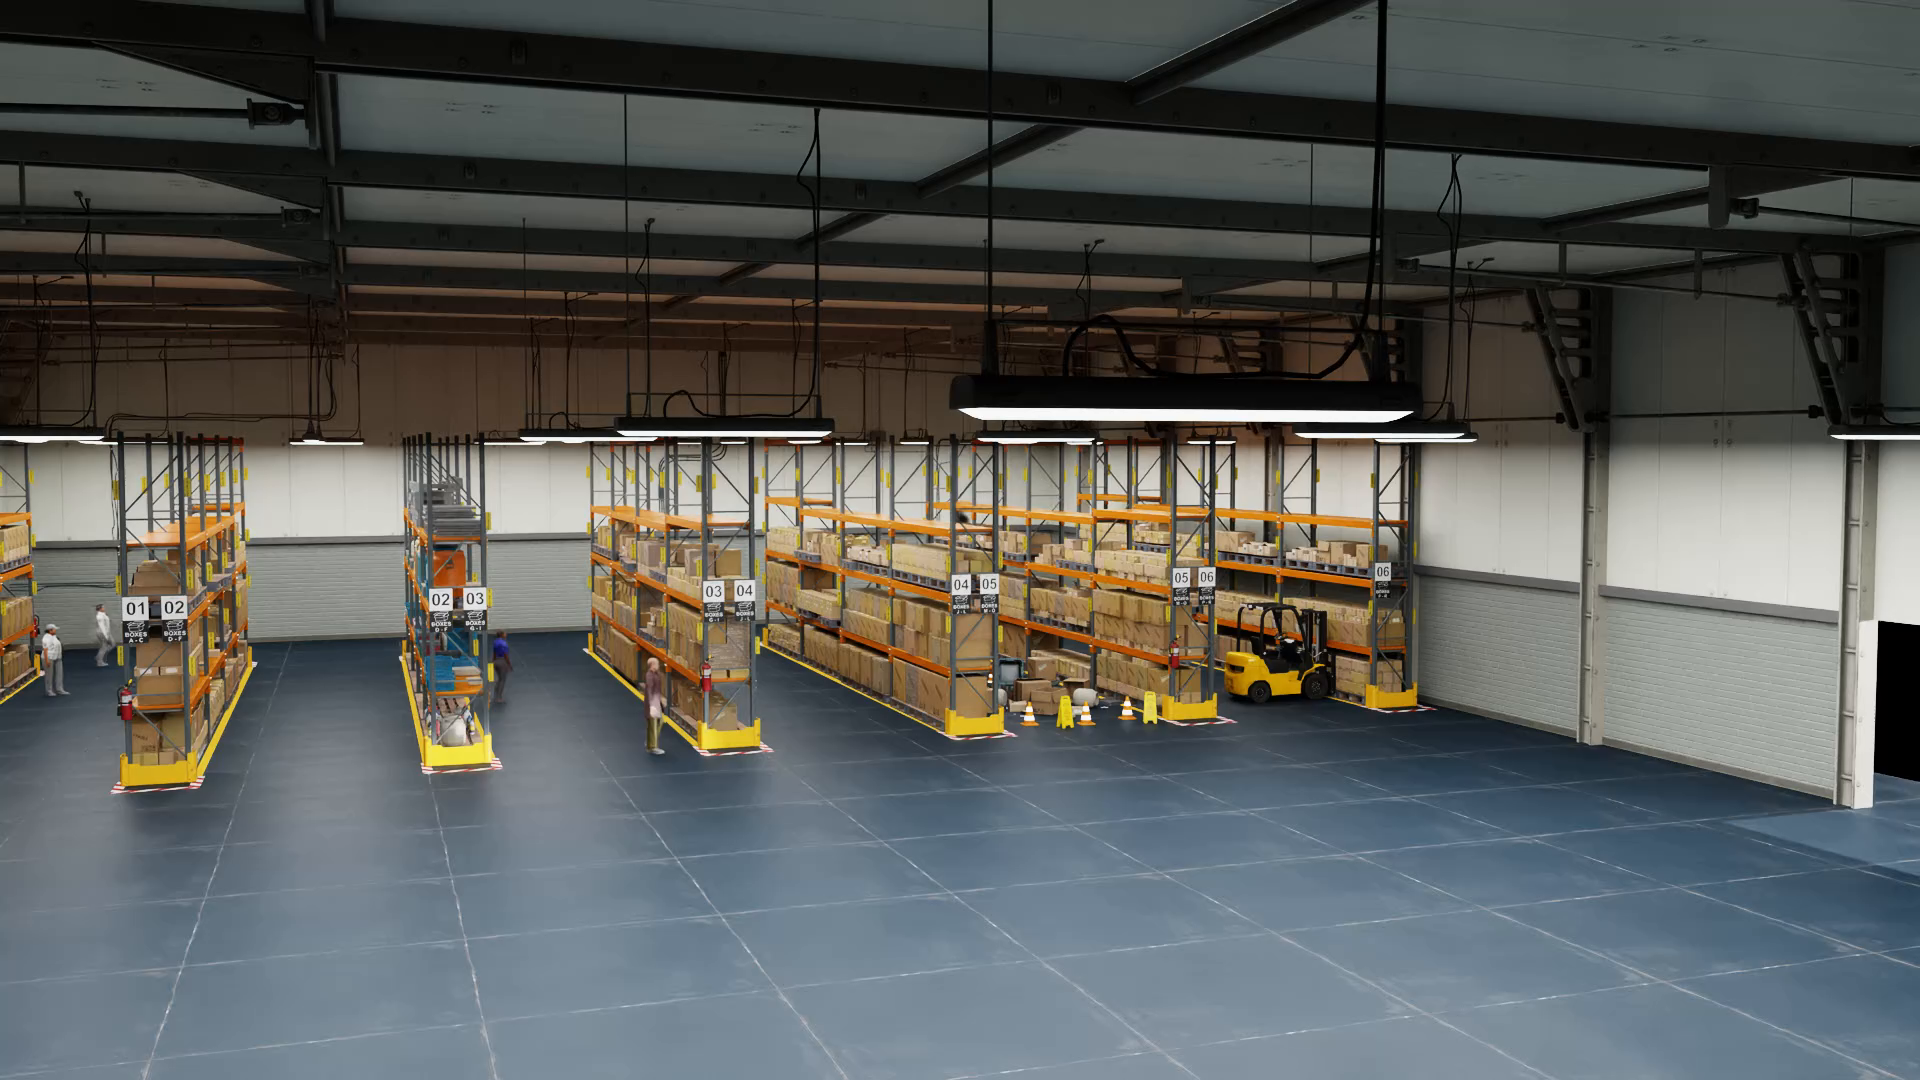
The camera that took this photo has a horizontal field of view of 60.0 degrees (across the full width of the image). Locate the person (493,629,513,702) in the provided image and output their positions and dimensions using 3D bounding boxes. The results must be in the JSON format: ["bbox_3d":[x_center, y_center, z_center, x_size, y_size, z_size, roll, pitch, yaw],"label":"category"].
[{"bbox_3d":[-10.287,2.835,37.378,0.473,1.703,0.460,2,4,35],"label":"person"}]

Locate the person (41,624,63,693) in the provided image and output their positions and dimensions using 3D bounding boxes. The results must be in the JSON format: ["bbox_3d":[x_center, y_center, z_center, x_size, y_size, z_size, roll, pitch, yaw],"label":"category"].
[{"bbox_3d":[-20.990,2.737,38.459,0.380,1.600,0.544,1,3,16],"label":"person"}]

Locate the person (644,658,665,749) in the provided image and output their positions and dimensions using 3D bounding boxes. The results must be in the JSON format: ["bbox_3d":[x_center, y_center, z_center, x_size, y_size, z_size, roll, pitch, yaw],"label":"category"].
[{"bbox_3d":[-5.749,3.065,31.235,0.376,1.713,0.683,0,3,-3],"label":"person"}]

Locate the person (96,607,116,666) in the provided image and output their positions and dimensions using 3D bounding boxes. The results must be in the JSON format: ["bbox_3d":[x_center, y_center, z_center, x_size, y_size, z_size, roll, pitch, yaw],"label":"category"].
[{"bbox_3d":[-22.353,2.472,43.469,0.418,1.648,0.495,-1,3,-13],"label":"person"}]
